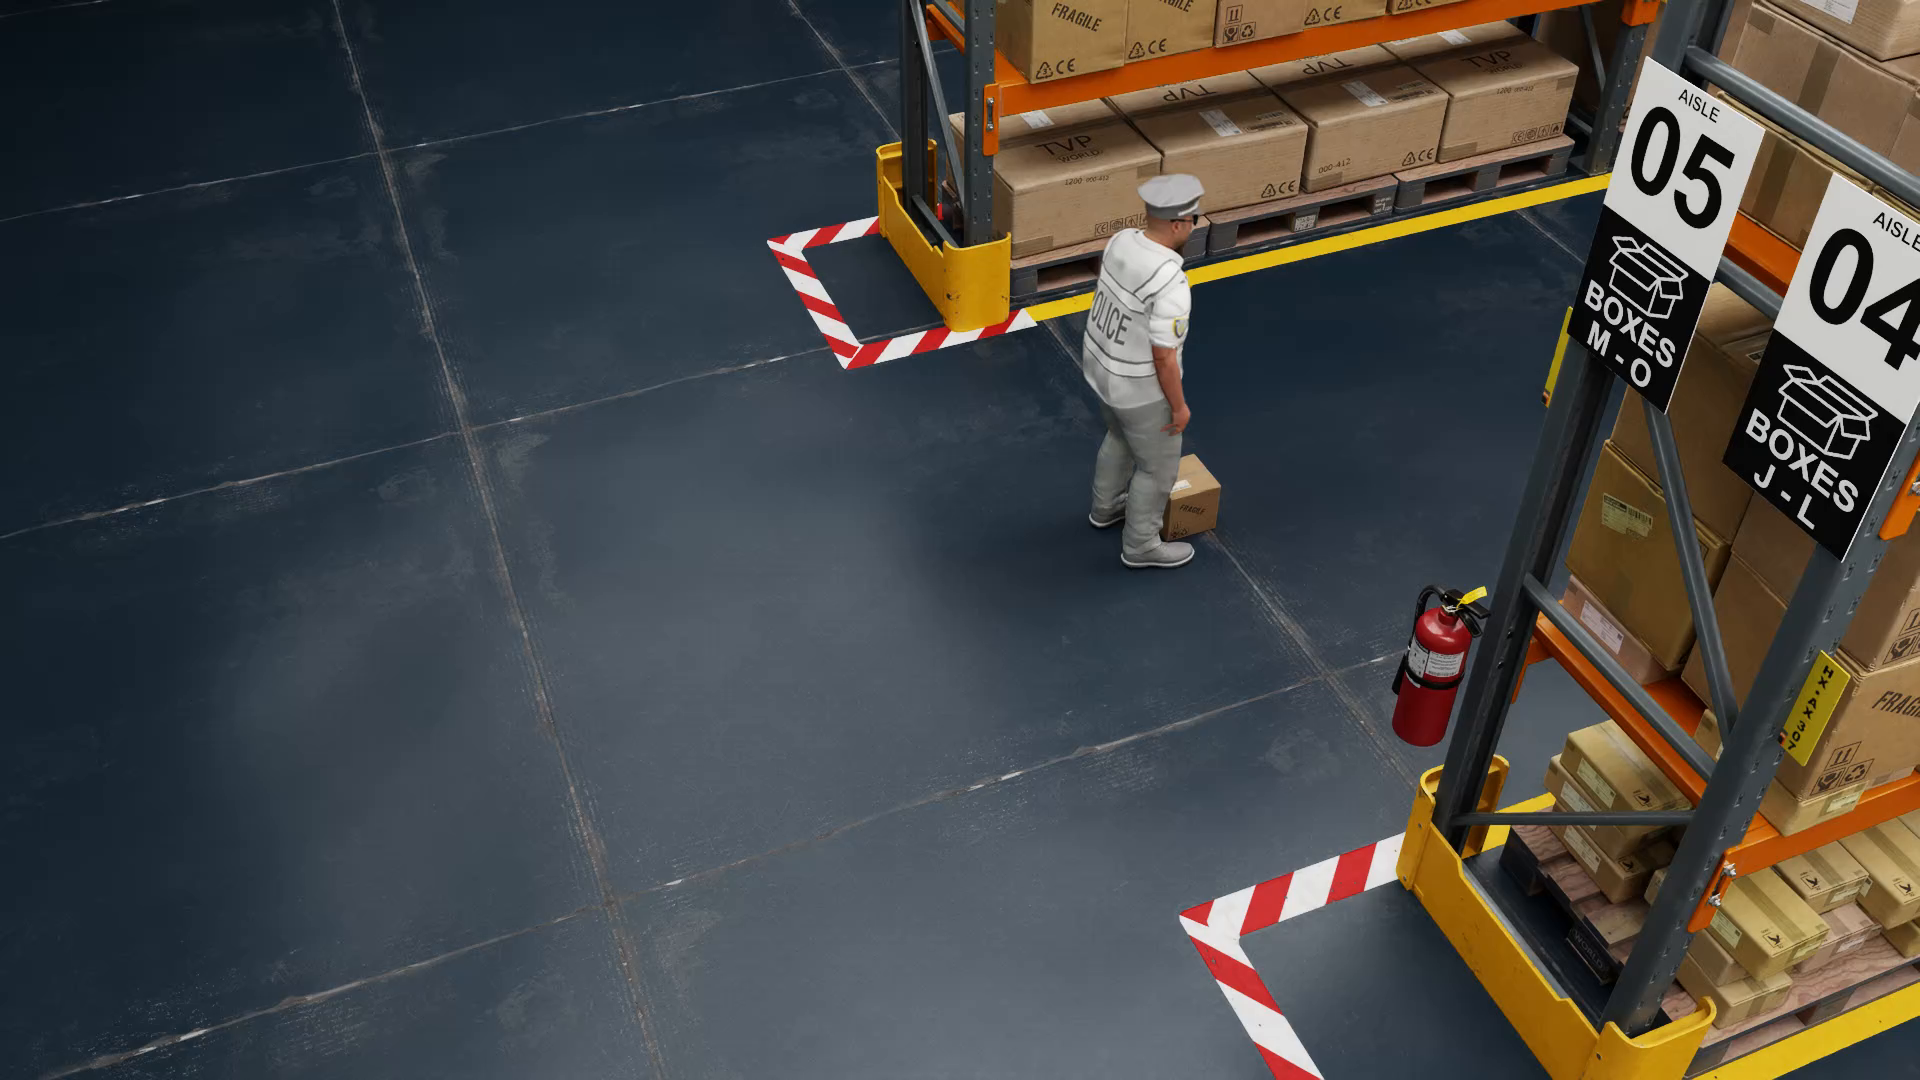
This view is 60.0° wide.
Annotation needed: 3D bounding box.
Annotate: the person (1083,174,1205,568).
[{"bbox_3d":[0.747,-0.680,6.922,0.432,1.748,0.585,-15,44,-17],"label":"person"}]
